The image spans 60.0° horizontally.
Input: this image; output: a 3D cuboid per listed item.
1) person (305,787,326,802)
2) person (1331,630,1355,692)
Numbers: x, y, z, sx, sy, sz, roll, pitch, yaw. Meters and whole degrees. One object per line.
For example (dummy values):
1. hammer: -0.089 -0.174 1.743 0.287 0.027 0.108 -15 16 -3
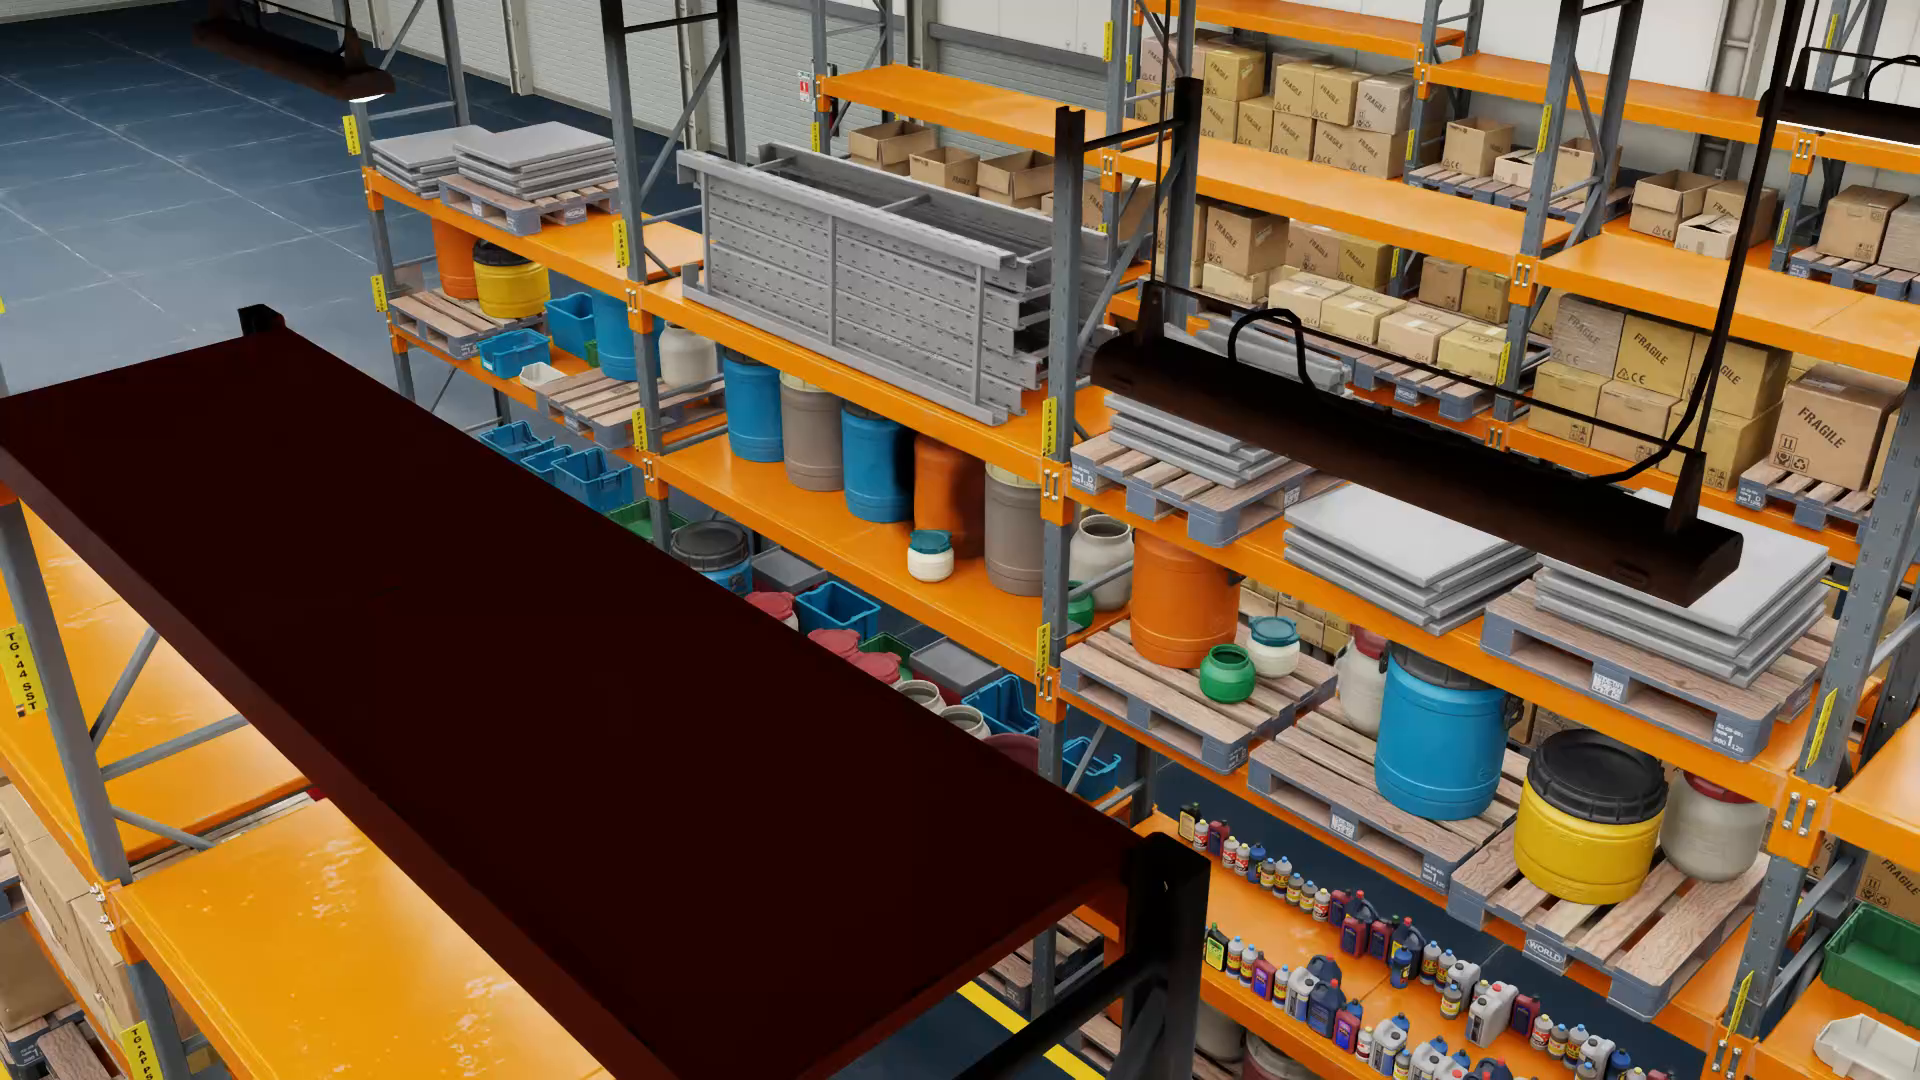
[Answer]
1. person: -4.429 1.958 11.379 0.597 1.723 0.452 15 32 25
2. person: 3.011 1.232 12.767 0.901 1.648 0.556 18 33 30
